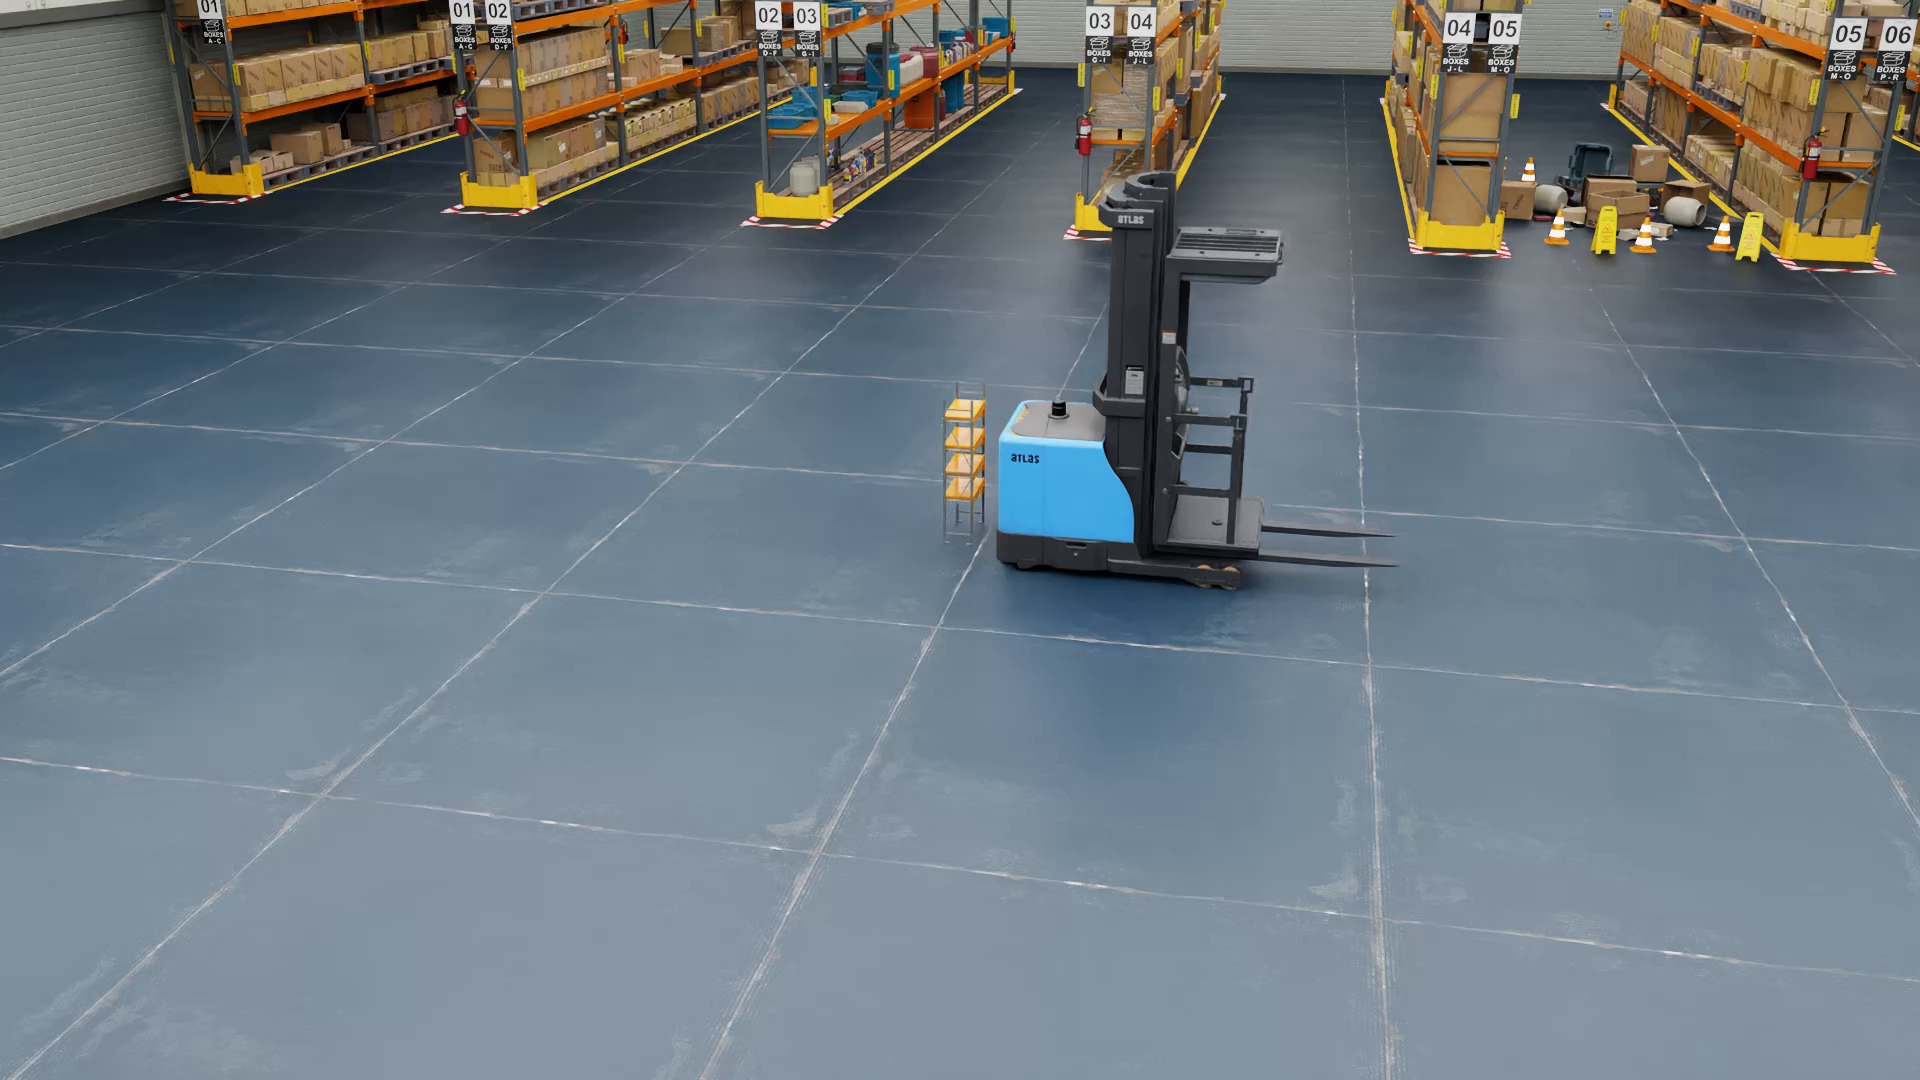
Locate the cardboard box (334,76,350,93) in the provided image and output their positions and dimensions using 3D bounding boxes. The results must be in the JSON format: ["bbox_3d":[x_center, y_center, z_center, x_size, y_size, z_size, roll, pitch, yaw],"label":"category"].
[{"bbox_3d":[-11.332,-8.193,29.885,0.500,0.250,0.500,5,22,11],"label":"cardboard box"}]

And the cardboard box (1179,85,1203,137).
[{"bbox_3d":[4.102,-8.421,32.560,1.225,0.875,0.875,3,22,8],"label":"cardboard box"}]

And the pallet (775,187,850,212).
[{"bbox_3d":[-2.400,-5.447,26.627,1.003,0.211,1.213,4,22,11],"label":"pallet"}]

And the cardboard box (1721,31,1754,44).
[{"bbox_3d":[13.982,-8.877,29.939,0.500,0.500,0.500,4,22,9],"label":"cardboard box"}]

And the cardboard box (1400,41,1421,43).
[{"bbox_3d":[8.640,-9.487,31.904,0.380,0.149,0.250,4,22,11],"label":"cardboard box"}]

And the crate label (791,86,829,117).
[{"bbox_3d":[-2.430,-7.123,27.007,0.502,0.435,0.616,4,22,11],"label":"crate label"}]

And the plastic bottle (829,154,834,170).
[{"bbox_3d":[-2.206,-6.488,28.542,0.097,0.271,0.097,0,22,0],"label":"plastic bottle"}]

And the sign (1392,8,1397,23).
[{"bbox_3d":[9.877,-11.914,37.793,0.100,0.325,0.005,4,22,11],"label":"sign"}]

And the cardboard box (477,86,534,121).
[{"bbox_3d":[-7.281,-7.008,26.635,0.700,0.500,0.500,4,22,11],"label":"cardboard box"}]

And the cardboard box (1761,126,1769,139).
[{"bbox_3d":[12.178,-6.068,24.772,0.380,0.149,0.250,5,22,11],"label":"cardboard box"}]

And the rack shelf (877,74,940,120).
[{"bbox_3d":[-1.316,-8.273,30.874,1.077,0.370,4.000,4,22,11],"label":"rack shelf"}]

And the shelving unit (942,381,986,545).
[{"bbox_3d":[0.034,-0.617,13.310,0.258,1.200,0.503,4,22,11],"label":"shelving unit"}]

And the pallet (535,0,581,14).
[{"bbox_3d":[-6.972,-8.846,27.437,1.003,0.211,1.213,4,22,11],"label":"pallet"}]

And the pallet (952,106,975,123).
[{"bbox_3d":[-0.290,-9.229,36.016,1.003,0.211,1.213,4,22,11],"label":"pallet"}]

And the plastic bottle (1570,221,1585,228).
[{"bbox_3d":[9.340,-4.786,25.185,0.133,0.061,0.283,-3,22,-8],"label":"plastic bottle"}]

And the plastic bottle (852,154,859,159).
[{"bbox_3d":[-1.763,-6.491,28.542,0.152,0.276,0.135,4,22,11],"label":"plastic bottle"}]

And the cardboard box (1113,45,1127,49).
[{"bbox_3d":[2.490,-7.451,26.000,0.500,0.500,0.500,4,22,11],"label":"cardboard box"}]

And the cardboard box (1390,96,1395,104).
[{"bbox_3d":[9.716,-9.713,36.741,0.380,0.149,0.250,3,22,8],"label":"cardboard box"}]

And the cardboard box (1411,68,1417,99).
[{"bbox_3d":[8.112,-7.896,28.841,0.500,0.500,0.500,4,22,10],"label":"cardboard box"}]

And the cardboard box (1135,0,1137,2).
[{"bbox_3d":[2.685,-8.616,26.414,0.380,0.149,0.250,5,23,13],"label":"cardboard box"}]

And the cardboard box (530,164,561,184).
[{"bbox_3d":[-6.963,-6.073,27.567,0.500,0.250,0.500,4,22,11],"label":"cardboard box"}]

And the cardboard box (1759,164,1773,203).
[{"bbox_3d":[12.131,-5.235,24.482,0.500,0.500,0.500,4,22,10],"label":"cardboard box"}]

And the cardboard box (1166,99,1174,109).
[{"bbox_3d":[3.369,-7.280,27.782,0.380,0.149,0.250,4,22,11],"label":"cardboard box"}]

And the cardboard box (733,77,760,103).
[{"bbox_3d":[-4.760,-10.023,37.012,0.500,0.500,0.500,4,22,11],"label":"cardboard box"}]

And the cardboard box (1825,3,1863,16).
[{"bbox_3d":[11.790,-7.071,22.179,0.380,0.149,0.250,5,22,11],"label":"cardboard box"}]

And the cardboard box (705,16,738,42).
[{"bbox_3d":[-5.256,-11.265,36.644,0.700,0.500,0.500,-3,22,-7],"label":"cardboard box"}]

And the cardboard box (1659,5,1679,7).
[{"bbox_3d":[14.430,-10.795,33.832,0.380,0.149,0.250,4,22,11],"label":"cardboard box"}]

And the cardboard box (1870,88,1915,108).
[{"bbox_3d":[19.705,-9.263,35.153,0.700,0.500,0.500,5,23,13],"label":"cardboard box"}]

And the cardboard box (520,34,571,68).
[{"bbox_3d":[-6.964,-8.189,27.832,0.700,0.500,0.500,4,22,11],"label":"cardboard box"}]

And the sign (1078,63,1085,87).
[{"bbox_3d":[1.769,-6.768,24.202,0.100,0.325,0.005,4,22,11],"label":"sign"}]

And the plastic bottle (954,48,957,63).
[{"bbox_3d":[-0.110,-10.038,34.450,0.061,0.283,0.133,4,22,11],"label":"plastic bottle"}]

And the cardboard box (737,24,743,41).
[{"bbox_3d":[-5.089,-11.429,37.613,0.500,0.500,0.500,5,22,12],"label":"cardboard box"}]

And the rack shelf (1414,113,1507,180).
[{"bbox_3d":[7.552,-6.018,25.274,1.077,0.370,4.000,4,22,11],"label":"rack shelf"}]

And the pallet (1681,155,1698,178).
[{"bbox_3d":[13.481,-6.626,29.554,1.003,0.211,1.213,4,22,11],"label":"pallet"}]

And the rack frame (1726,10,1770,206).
[{"bbox_3d":[12.826,-6.743,26.110,1.000,3.000,0.127,4,22,11],"label":"rack frame"}]

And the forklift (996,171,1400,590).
[{"bbox_3d":[1.851,-1.204,12.451,3.031,2.935,1.130,5,22,11],"label":"forklift"}]

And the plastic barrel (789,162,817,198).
[{"bbox_3d":[-2.481,-5.700,26.290,0.421,0.512,0.421,0,22,0],"label":"plastic barrel"}]

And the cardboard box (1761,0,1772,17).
[{"bbox_3d":[12.468,-8.062,25.175,0.500,0.250,0.500,4,22,10],"label":"cardboard box"}]

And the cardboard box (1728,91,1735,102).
[{"bbox_3d":[12.749,-7.222,27.075,0.380,0.149,0.250,4,22,10],"label":"cardboard box"}]

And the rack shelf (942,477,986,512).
[{"bbox_3d":[0.034,-0.371,13.409,0.258,0.148,0.480,4,22,11],"label":"rack shelf"}]

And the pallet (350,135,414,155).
[{"bbox_3d":[-11.265,-7.622,32.027,1.003,0.211,1.213,4,22,11],"label":"pallet"}]

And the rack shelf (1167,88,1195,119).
[{"bbox_3d":[3.533,-7.896,29.937,1.077,0.370,4.000,4,22,11],"label":"rack shelf"}]

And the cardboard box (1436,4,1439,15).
[{"bbox_3d":[7.087,-7.656,24.003,0.380,0.149,0.250,4,22,10],"label":"cardboard box"}]

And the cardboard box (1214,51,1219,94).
[{"bbox_3d":[5.521,-10.856,38.605,0.875,0.875,0.875,4,22,11],"label":"cardboard box"}]

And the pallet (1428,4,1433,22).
[{"bbox_3d":[7.782,-8.135,25.671,1.003,0.211,1.213,4,22,11],"label":"pallet"}]

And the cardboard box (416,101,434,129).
[{"bbox_3d":[-10.995,-8.508,33.250,0.700,0.500,0.500,4,22,11],"label":"cardboard box"}]

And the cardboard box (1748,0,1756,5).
[{"bbox_3d":[12.912,-8.669,26.516,0.500,0.250,0.500,5,22,12],"label":"cardboard box"}]

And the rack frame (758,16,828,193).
[{"bbox_3d":[-2.540,-6.413,25.291,1.000,3.000,0.127,4,22,11],"label":"rack frame"}]

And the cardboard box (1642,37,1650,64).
[{"bbox_3d":[14.403,-10.092,34.294,0.500,0.500,0.500,4,22,10],"label":"cardboard box"}]

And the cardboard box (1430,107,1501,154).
[{"bbox_3d":[7.175,-5.829,23.641,0.875,0.550,0.550,4,22,11],"label":"cardboard box"}]

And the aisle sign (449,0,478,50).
[{"bbox_3d":[-7.690,-7.996,25.743,0.394,0.787,0.004,4,22,11],"label":"aisle sign"}]

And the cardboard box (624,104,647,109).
[{"bbox_3d":[-6.356,-8.349,32.466,0.500,0.311,0.500,4,22,9],"label":"cardboard box"}]

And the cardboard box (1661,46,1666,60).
[{"bbox_3d":[14.014,-9.498,32.485,0.500,0.250,0.500,5,22,12],"label":"cardboard box"}]

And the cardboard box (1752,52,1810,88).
[{"bbox_3d":[12.398,-7.061,25.031,0.700,0.500,0.500,5,22,11],"label":"cardboard box"}]
